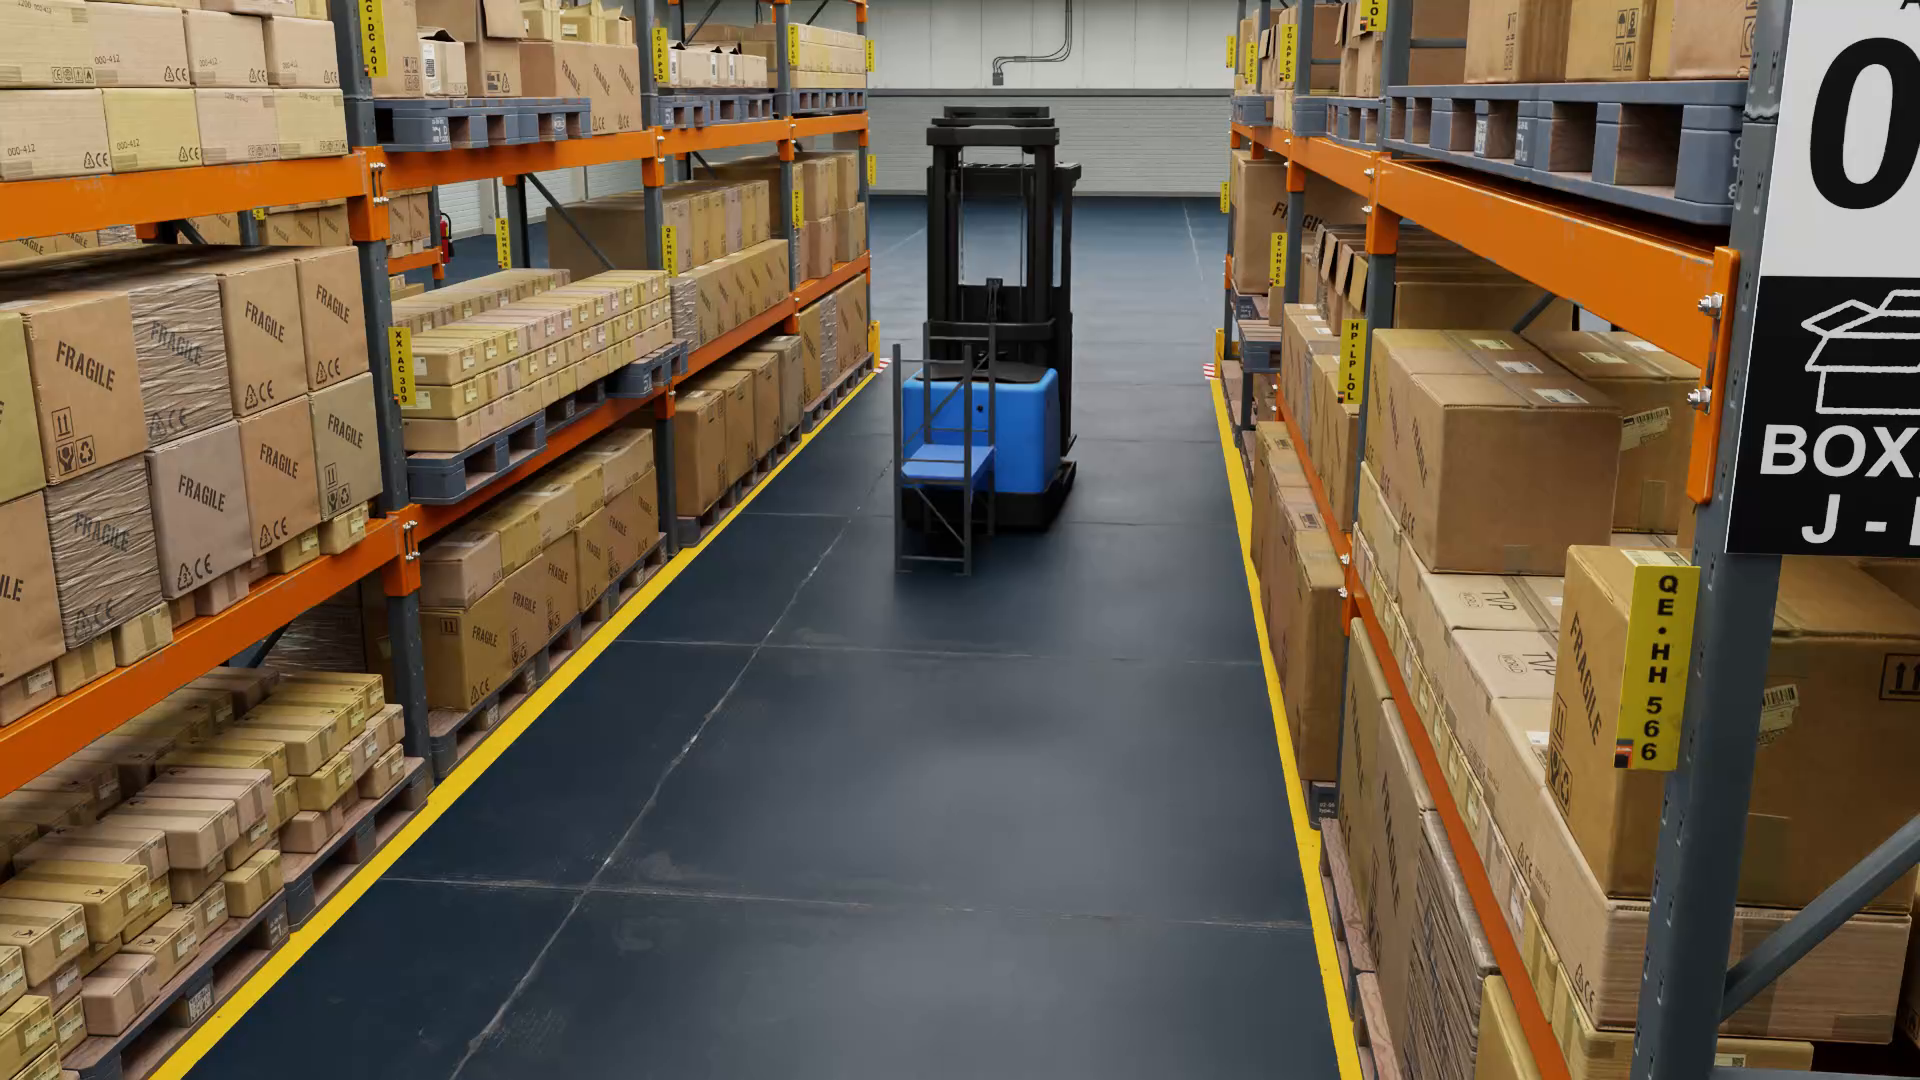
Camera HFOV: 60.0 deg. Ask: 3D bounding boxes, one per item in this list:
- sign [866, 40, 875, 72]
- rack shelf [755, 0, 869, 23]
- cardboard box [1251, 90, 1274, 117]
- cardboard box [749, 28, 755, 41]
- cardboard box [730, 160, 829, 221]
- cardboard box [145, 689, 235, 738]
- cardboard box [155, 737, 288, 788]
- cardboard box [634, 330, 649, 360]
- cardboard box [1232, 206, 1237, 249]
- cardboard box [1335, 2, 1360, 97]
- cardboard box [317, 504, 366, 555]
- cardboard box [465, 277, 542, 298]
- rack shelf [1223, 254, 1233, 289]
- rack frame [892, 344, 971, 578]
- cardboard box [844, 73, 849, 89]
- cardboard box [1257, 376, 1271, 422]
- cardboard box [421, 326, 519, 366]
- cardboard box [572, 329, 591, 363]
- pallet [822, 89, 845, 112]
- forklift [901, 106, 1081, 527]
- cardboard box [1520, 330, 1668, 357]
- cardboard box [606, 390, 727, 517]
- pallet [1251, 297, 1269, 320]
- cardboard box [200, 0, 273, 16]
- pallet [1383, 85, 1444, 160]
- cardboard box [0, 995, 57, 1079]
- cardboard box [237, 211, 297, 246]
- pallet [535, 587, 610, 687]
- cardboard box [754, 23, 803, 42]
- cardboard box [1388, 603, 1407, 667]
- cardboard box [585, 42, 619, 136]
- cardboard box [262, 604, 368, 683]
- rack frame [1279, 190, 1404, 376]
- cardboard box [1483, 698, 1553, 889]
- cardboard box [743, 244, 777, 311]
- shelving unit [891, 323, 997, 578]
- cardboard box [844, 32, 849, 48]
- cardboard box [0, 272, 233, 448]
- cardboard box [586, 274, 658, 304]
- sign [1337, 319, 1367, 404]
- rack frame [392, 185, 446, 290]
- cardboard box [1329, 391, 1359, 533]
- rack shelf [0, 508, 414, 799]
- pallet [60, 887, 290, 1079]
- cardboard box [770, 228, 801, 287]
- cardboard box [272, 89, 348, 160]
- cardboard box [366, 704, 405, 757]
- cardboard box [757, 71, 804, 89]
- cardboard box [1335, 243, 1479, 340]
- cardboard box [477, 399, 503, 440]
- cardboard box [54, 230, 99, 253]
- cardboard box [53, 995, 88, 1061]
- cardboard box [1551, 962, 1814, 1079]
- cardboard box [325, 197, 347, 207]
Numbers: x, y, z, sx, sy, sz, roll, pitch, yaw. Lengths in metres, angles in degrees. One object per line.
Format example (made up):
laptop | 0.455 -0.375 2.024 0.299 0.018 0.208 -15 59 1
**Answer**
sign | -0.979 -5.251 18.043 0.100 0.325 0.005 2 15 6
rack shelf | -1.742 -5.270 16.057 1.077 0.370 4.000 2 15 6
cardboard box | 2.741 -3.725 14.232 0.500 0.250 0.500 2 15 8
cardboard box | -2.129 -4.725 15.602 0.380 0.149 0.250 2 15 6
cardboard box | -1.748 -3.366 16.008 0.875 0.550 0.550 2 15 6
cardboard box | -3.205 0.718 6.776 0.380 0.149 0.250 2 15 9
cardboard box | -2.769 0.863 6.243 0.380 0.149 0.250 2 15 8
cardboard box | -2.076 -1.167 9.909 0.380 0.149 0.250 2 15 7
cardboard box | 3.311 -3.311 17.398 0.875 0.500 0.500 2 15 6
cardboard box | 2.501 -2.726 9.249 0.797 0.503 0.637 3 15 10
cardboard box | -2.591 -0.049 6.576 0.380 0.149 0.250 1 15 5
cardboard box | -2.723 -1.479 9.924 0.380 0.149 0.250 2 15 6
rack shelf | 3.175 -2.395 16.150 1.077 0.370 4.000 2 15 6
rack frame | -0.180 -0.495 10.620 0.500 1.500 0.032 3 15 9
cardboard box | -1.332 -4.651 16.853 0.380 0.149 0.250 1 15 5
cardboard box | 2.859 -1.070 13.820 0.700 0.500 0.500 1 15 2
cardboard box | -2.312 -0.917 7.844 0.380 0.149 0.250 2 15 7
cardboard box | -2.194 -1.040 8.869 0.380 0.149 0.250 1 15 5
pallet | -1.725 -4.328 16.346 1.003 0.211 1.213 2 15 6
forklift | 0.331 -1.842 12.858 1.130 2.935 3.031 3 15 9
cardboard box | 2.261 -0.455 5.878 0.500 0.500 0.500 2 15 8
cardboard box | -2.261 -0.630 11.752 1.050 0.750 0.750 1 15 5
pallet | 2.681 -1.608 12.230 1.003 0.211 1.213 2 15 6
cardboard box | -2.639 -1.908 5.789 0.380 0.149 0.250 2 15 6
pallet | 1.944 -1.342 5.301 1.003 0.211 1.213 2 15 6
cardboard box | -2.844 1.419 4.754 0.380 0.149 0.250 2 15 8
cardboard box | -6.571 -2.813 15.557 0.500 0.500 0.500 2 15 6
pallet | -2.649 0.506 9.386 1.003 0.211 1.213 2 15 6
cardboard box | -1.589 -4.443 14.557 0.380 0.149 0.250 2 15 7
cardboard box | 1.568 0.311 5.248 0.380 0.149 0.250 1 15 5
cardboard box | -2.274 -2.569 9.478 0.500 0.500 0.500 2 15 6
cardboard box | -3.037 0.484 8.111 0.500 0.500 0.500 1 15 5
rack frame | 2.498 -1.186 10.301 1.000 3.000 0.127 2 15 6
cardboard box | 1.444 0.553 3.589 0.500 0.250 0.500 1 15 5
cardboard box | -1.818 -2.170 13.748 0.500 0.500 0.500 2 15 6
shelving unit | -0.095 -0.626 11.104 0.538 1.500 1.048 3 15 9
cardboard box | -1.333 -5.035 16.748 0.380 0.149 0.250 2 15 6
cardboard box | -2.779 -0.599 5.453 0.500 0.500 0.500 2 15 8
cardboard box | -2.049 -1.521 10.078 0.380 0.149 0.250 2 15 6
sign | 1.506 -0.683 6.374 0.100 0.325 0.005 2 15 6
rack frame | -6.446 -3.553 19.054 1.000 3.000 0.127 2 15 6
cardboard box | 1.828 -0.326 6.930 0.500 0.500 0.500 2 15 6
rack shelf | -3.096 0.545 5.278 1.077 0.370 4.000 2 15 6
pallet | -3.046 1.518 5.645 1.003 0.211 1.213 2 15 6
cardboard box | -1.938 -2.564 15.111 0.875 0.550 0.550 2 15 6
cardboard box | -2.657 -1.561 6.230 0.500 0.250 0.500 2 15 8
cardboard box | -2.590 0.800 7.044 0.380 0.149 0.250 2 15 7
cardboard box | -1.589 -4.058 14.661 0.380 0.149 0.250 1 15 5
cardboard box | 2.254 -1.186 8.189 0.797 0.503 0.637 2 15 8
cardboard box | -2.343 -0.563 7.674 0.380 0.149 0.250 2 15 7
cardboard box | -6.963 -2.256 12.691 0.500 0.500 0.500 2 15 7
cardboard box | -2.903 1.497 5.037 0.380 0.149 0.250 2 15 6
cardboard box | 1.308 0.908 3.038 0.380 0.149 0.250 2 15 7
cardboard box | -6.469 -3.559 16.400 0.700 0.500 0.500 1 15 5
